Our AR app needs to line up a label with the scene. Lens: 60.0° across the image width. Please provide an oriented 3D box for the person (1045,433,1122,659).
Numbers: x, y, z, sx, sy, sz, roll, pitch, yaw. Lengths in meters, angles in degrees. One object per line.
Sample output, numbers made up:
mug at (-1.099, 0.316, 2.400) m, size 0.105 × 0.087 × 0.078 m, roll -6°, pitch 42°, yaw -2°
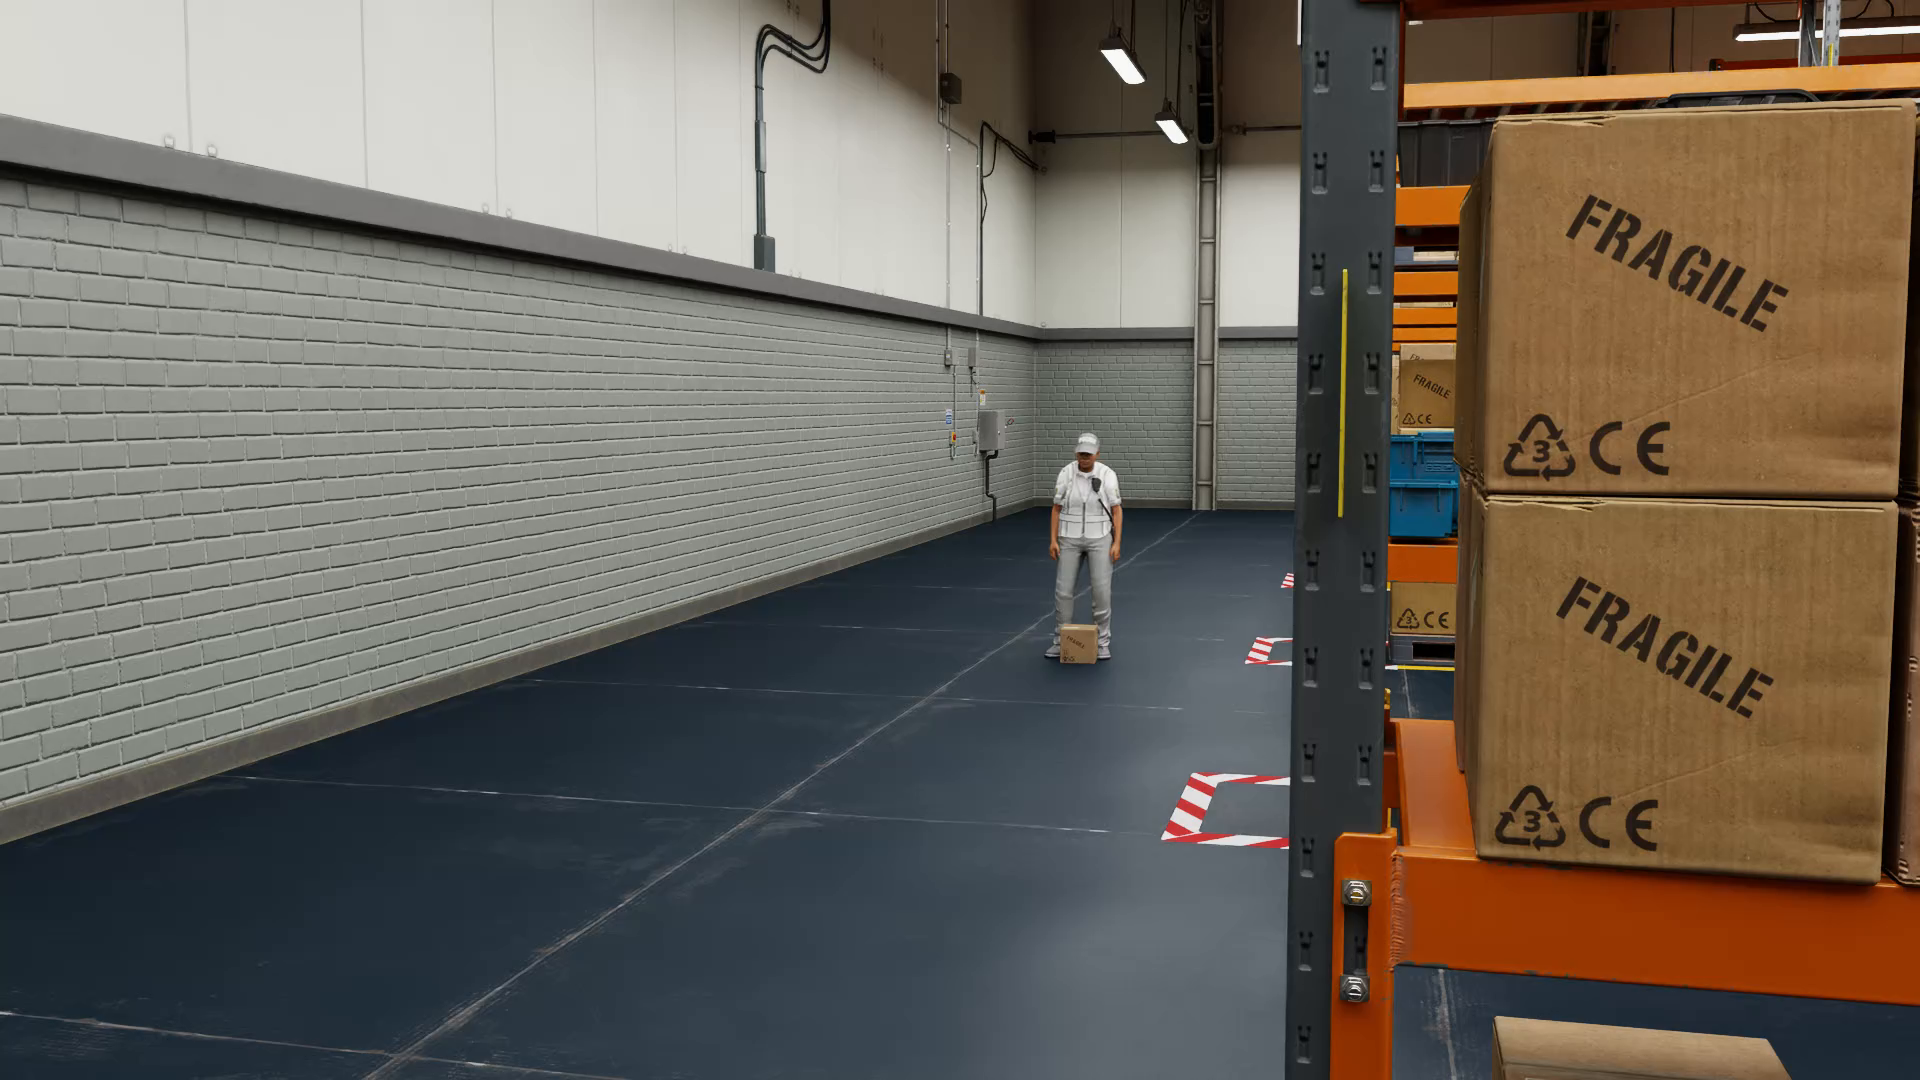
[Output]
person at (0.918, 0.038, 12.311) m, size 0.553 × 1.666 × 0.472 m, roll 1°, pitch 5°, yaw 12°
